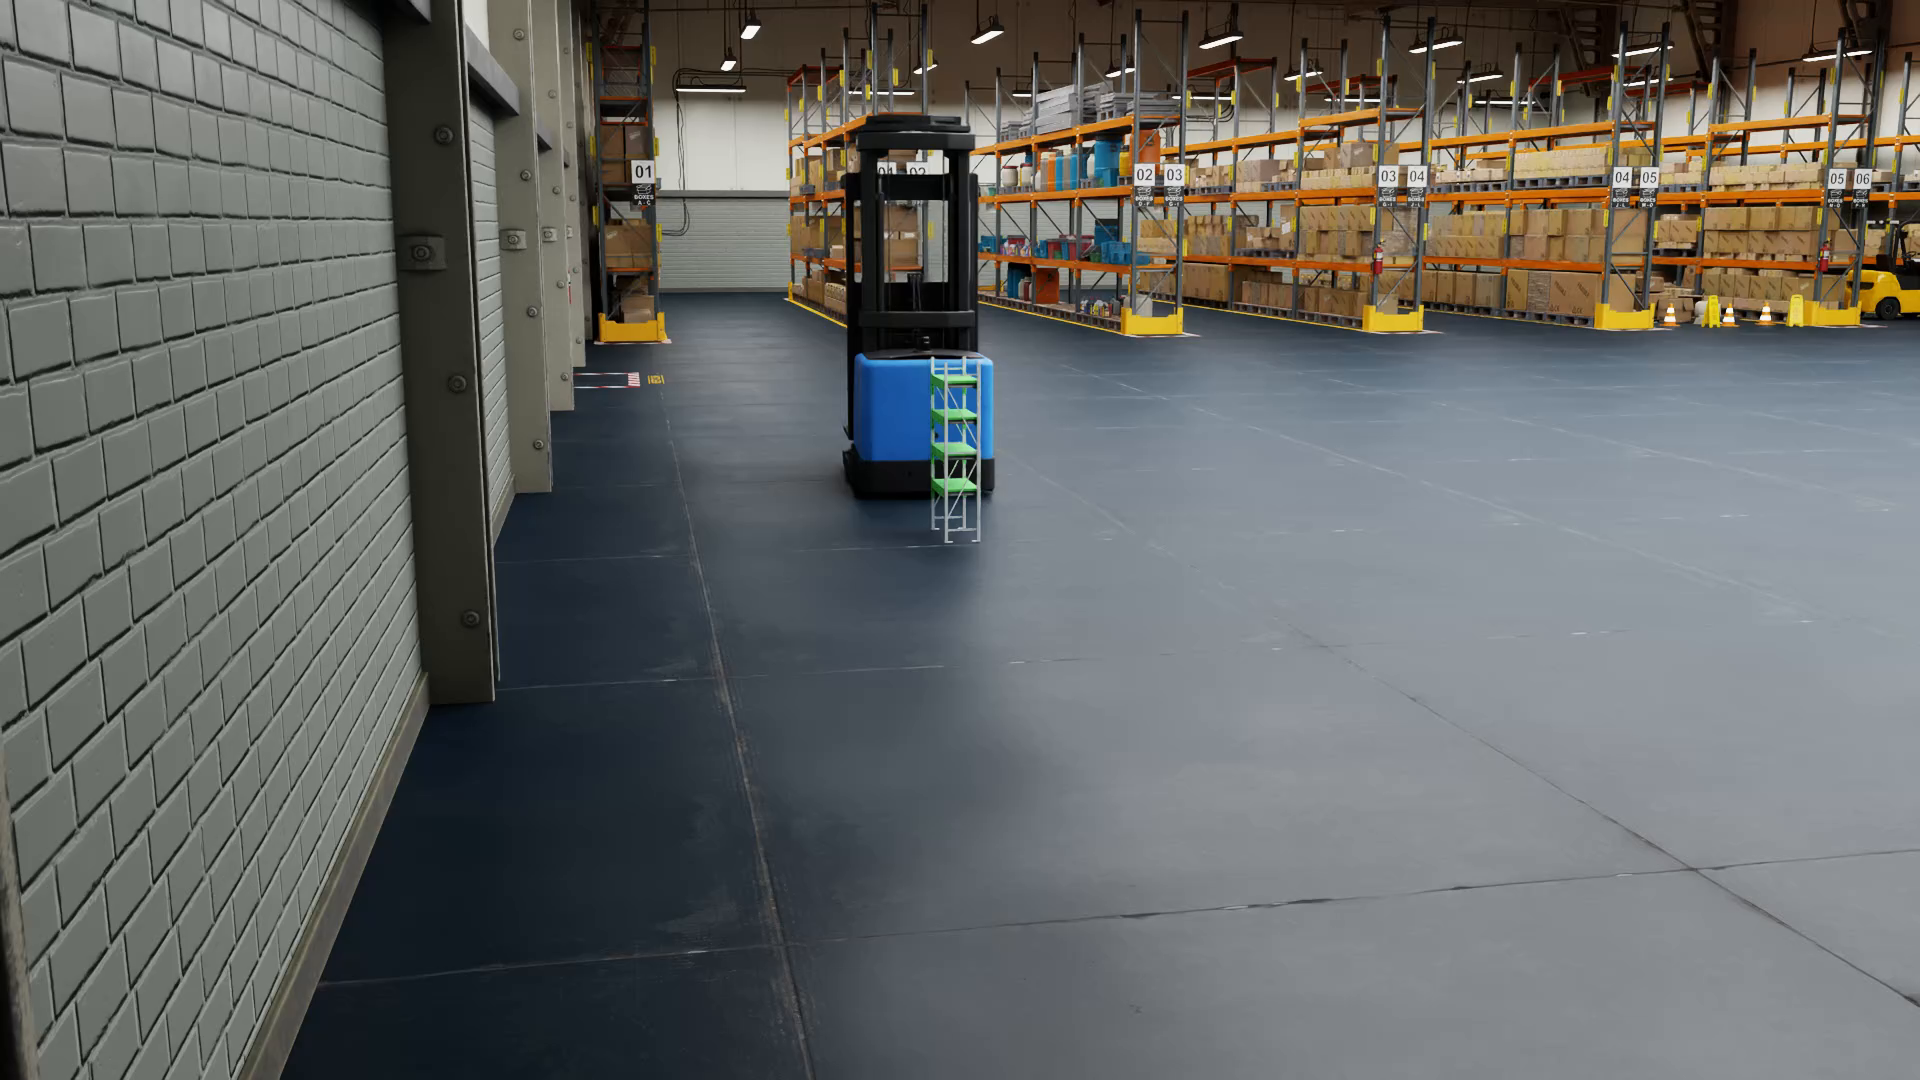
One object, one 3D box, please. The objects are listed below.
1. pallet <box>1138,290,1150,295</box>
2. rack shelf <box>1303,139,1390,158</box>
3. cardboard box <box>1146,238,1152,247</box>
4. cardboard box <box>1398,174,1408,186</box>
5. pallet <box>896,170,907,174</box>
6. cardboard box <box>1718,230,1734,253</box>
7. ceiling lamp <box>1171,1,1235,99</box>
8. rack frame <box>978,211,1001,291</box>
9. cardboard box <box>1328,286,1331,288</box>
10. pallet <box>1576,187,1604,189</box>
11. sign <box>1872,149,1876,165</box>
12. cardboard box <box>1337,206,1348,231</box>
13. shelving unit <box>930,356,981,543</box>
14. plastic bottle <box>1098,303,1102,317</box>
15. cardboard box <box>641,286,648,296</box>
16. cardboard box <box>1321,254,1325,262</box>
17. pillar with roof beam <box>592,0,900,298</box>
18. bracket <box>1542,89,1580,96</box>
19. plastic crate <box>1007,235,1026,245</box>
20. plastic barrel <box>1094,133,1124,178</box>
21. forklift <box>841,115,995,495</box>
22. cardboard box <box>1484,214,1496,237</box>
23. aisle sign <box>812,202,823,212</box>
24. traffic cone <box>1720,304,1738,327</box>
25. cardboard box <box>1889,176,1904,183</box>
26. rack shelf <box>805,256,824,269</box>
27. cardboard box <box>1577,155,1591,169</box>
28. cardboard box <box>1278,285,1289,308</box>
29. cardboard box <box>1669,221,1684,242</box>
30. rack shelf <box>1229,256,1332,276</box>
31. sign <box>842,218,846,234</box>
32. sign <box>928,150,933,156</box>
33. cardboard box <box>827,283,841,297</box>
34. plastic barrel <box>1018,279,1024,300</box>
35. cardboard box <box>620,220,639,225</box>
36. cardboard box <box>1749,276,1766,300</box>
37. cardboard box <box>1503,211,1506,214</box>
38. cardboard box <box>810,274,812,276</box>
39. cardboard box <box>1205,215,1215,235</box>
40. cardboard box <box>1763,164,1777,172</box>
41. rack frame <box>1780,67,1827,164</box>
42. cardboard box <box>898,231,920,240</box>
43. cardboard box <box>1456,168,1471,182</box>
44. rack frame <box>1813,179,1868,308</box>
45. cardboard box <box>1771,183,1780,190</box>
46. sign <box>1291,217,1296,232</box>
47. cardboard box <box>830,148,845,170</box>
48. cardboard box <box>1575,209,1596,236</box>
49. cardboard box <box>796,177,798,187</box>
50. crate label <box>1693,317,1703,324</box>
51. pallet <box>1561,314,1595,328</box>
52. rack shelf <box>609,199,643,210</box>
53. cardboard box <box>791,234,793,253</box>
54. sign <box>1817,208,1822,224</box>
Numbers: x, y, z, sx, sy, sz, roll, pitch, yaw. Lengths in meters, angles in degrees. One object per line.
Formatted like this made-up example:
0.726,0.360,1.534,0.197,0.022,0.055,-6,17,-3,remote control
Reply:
5.743,-7.051,47.678,1.003,0.211,1.213,-2,11,-11,pallet
10.785,-10.952,46.602,1.077,0.370,4.000,-2,11,-11,rack shelf
5.541,-8.352,46.660,0.500,0.250,0.500,-2,11,-13,cardboard box
8.783,-7.128,33.002,0.500,0.250,0.500,-2,11,-9,cardboard box
-1.207,-6.831,31.280,1.003,0.211,1.213,-2,11,-11,pallet
17.498,-6.737,37.509,0.500,0.500,0.500,-2,11,-11,cardboard box
7.476,-14.964,50.137,2.000,3.185,0.800,-2,11,-11,ceiling lamp
0.653,-8.385,47.226,1.000,3.000,0.127,-2,11,-11,rack frame
10.562,-7.048,46.706,0.380,0.149,0.250,-2,11,-11,cardboard box
16.611,-8.955,42.704,1.213,0.211,1.003,-2,11,-8,pallet
18.876,-7.913,34.390,0.100,0.325,0.005,-2,11,-11,sign
8.076,-6.592,34.070,0.500,0.500,0.500,-2,11,-11,cardboard box
-0.032,-0.620,11.244,0.258,1.200,0.503,-2,11,-11,shelving unit
2.928,-4.722,34.090,0.152,0.276,0.135,-2,11,-13,plastic bottle
-7.318,-5.415,37.133,0.700,0.500,0.500,-2,11,-10,cardboard box
7.859,-5.962,35.168,0.380,0.149,0.250,-2,11,-11,cardboard box
-6.216,-11.592,48.031,9.100,9.000,0.548,-2,11,-11,pillar with roof beam
19.487,-14.925,55.915,0.076,0.066,5.218,-2,11,-11,bracket
1.503,-7.885,44.268,0.402,0.464,0.583,-2,11,-11,plastic crate
3.075,-7.923,34.317,0.600,0.901,0.708,-2,11,-11,plastic barrel
-0.425,-2.024,13.994,1.130,2.935,3.031,-1,11,-7,forklift
12.526,-7.251,38.329,0.700,0.500,0.500,-2,11,-12,cardboard box
-3.920,-9.506,46.164,0.394,0.787,0.004,-2,11,-11,aisle sign
15.972,-4.674,34.513,0.336,0.463,0.334,-2,11,-11,traffic cone
22.462,-8.674,40.004,0.380,0.149,0.250,-2,11,-11,cardboard box
-3.040,-6.751,40.569,1.077,0.370,4.000,-2,11,-11,rack shelf
13.042,-7.765,34.163,0.500,0.250,0.500,-2,11,-11,cardboard box
7.672,-5.554,37.861,0.700,0.500,0.500,-2,11,-11,cardboard box
17.153,-7.293,39.305,0.500,0.500,0.500,-2,11,-11,cardboard box
7.456,-6.377,38.604,1.077,0.370,4.000,-2,11,-11,rack shelf
-2.403,-6.513,34.506,0.100,0.325,0.005,-2,11,-11,sign
-0.549,-7.232,30.596,0.100,0.325,0.005,-2,11,-11,sign
-2.727,-5.666,37.674,0.500,0.311,0.500,-2,11,-12,cardboard box
1.680,-6.298,41.794,0.421,0.512,0.421,0,11,0,plastic barrel
-7.336,-7.020,36.879,0.380,0.149,0.250,-4,12,-21,cardboard box
17.736,-5.540,36.508,0.500,0.500,0.500,-2,11,-12,cardboard box
15.587,-9.239,47.041,0.380,0.149,0.250,-2,11,-11,cardboard box
-3.859,-7.103,45.999,0.500,0.500,0.500,-2,11,-11,cardboard box
6.680,-8.016,42.341,0.797,0.503,0.637,-2,11,-9,cardboard box
17.657,-8.064,36.057,0.380,0.149,0.250,-2,11,-10,cardboard box
21.656,-10.586,42.748,1.000,3.000,0.127,-2,11,-11,rack frame
-0.960,-5.718,31.215,0.380,0.149,0.250,-2,11,-11,cardboard box
12.074,-8.618,39.276,0.500,0.311,0.500,-2,11,-12,cardboard box
18.344,-5.991,34.648,1.000,3.000,0.127,-2,11,-11,rack frame
17.778,-7.632,35.921,0.380,0.149,0.250,-2,11,-13,cardboard box
7.301,-6.912,36.391,0.100,0.325,0.005,-2,11,-11,sign
-2.729,-8.832,38.613,0.500,0.500,0.500,-2,11,-11,cardboard box
13.276,-6.563,34.367,0.875,0.550,0.550,-2,11,-11,cardboard box
-4.075,-9.472,43.979,0.500,0.250,0.500,-2,11,-11,cardboard box
15.758,-4.655,35.290,0.250,0.136,0.298,-9,14,-40,crate label
13.276,-4.566,34.621,1.003,0.211,1.213,-2,11,-11,pallet
-8.676,-8.778,43.193,1.077,0.370,4.000,-2,11,-11,rack shelf
-4.379,-8.163,45.796,0.500,0.500,0.500,-2,11,-10,cardboard box
17.795,-6.698,34.424,0.100,0.325,0.005,-2,11,-11,sign
